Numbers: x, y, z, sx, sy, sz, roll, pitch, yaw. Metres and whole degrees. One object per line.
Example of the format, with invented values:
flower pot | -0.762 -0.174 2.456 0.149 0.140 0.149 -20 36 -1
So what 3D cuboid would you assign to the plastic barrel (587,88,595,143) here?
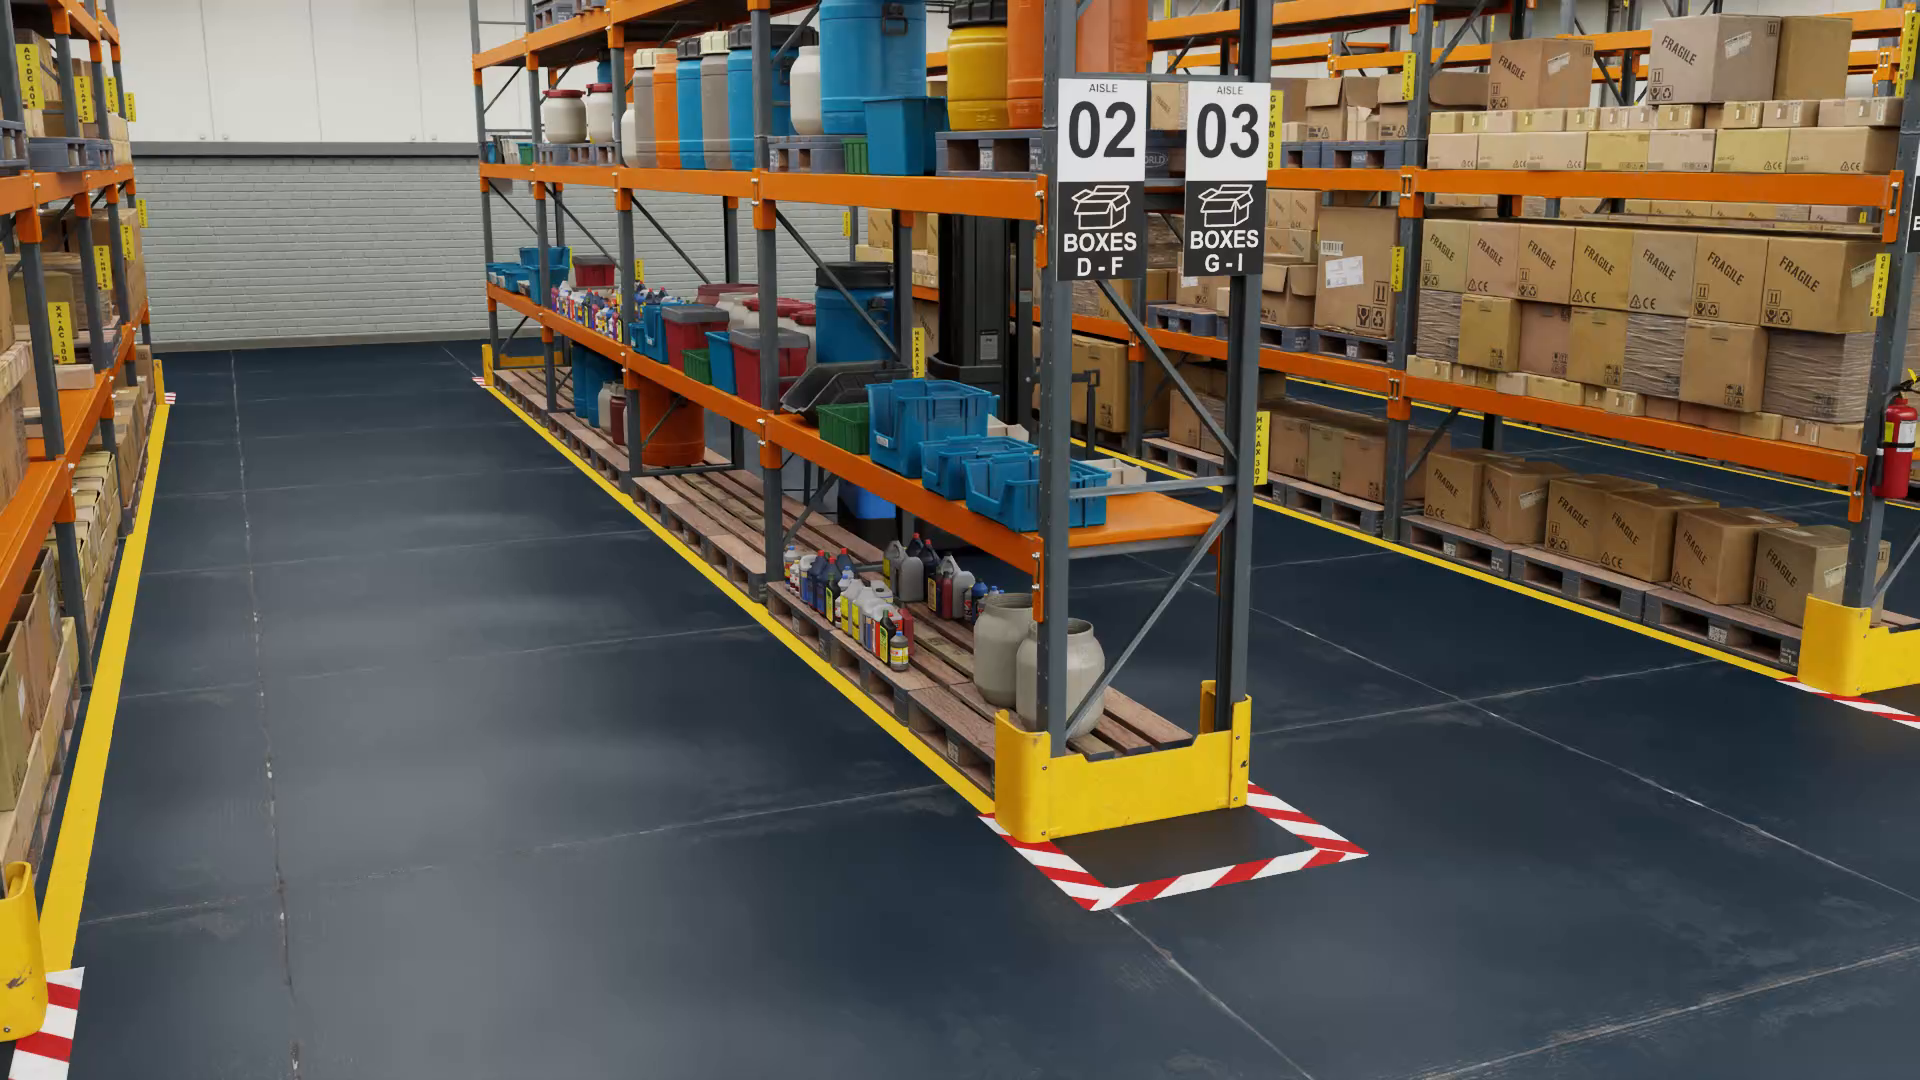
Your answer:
plastic barrel | -3.442 -4.287 16.739 0.600 0.588 0.600 0 13 0

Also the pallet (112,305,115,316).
pallet | -8.314 -1.985 15.218 1.003 0.211 1.213 -6 14 -23

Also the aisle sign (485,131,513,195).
aisle sign | -5.897 -4.781 21.108 0.394 0.787 0.004 -6 14 -23

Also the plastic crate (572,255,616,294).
plastic crate | -4.122 -2.967 18.763 0.402 0.464 0.583 -6 14 -23

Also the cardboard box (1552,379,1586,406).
cardboard box | 4.172 -0.991 11.059 0.380 0.149 0.250 -6 14 -23

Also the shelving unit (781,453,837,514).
shelving unit | -1.174 -0.953 13.595 0.538 1.500 1.048 -2 13 -23

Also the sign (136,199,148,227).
sign | -9.620 -3.843 19.555 0.100 0.325 0.005 -6 14 -23

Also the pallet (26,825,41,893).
pallet | -4.072 1.430 6.221 1.003 0.211 1.213 -6 14 -23

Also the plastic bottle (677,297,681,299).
plastic bottle | -2.690 -2.178 15.886 0.061 0.283 0.133 -6 14 -23

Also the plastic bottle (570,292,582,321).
plastic bottle | -3.787 -2.318 16.507 0.152 0.276 0.135 -6 14 -23

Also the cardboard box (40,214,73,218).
cardboard box | -9.383 -3.080 17.085 0.500 0.500 0.500 -6 14 -23

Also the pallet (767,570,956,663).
pallet | -0.559 0.454 10.439 1.003 0.211 1.213 -6 14 -23

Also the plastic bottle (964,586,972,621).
plastic bottle | 0.073 0.371 9.843 0.097 0.201 0.097 0 13 0

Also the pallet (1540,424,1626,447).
pallet | 6.978 -1.219 17.671 1.003 0.211 1.213 -6 14 -23

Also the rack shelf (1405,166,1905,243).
rack shelf | 4.550 -2.192 10.631 1.077 0.370 4.000 -6 14 -23

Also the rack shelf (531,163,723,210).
rack shelf | -3.193 -3.397 15.839 1.077 0.370 4.000 -6 14 -23

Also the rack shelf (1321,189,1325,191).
rack shelf | 4.328 -5.098 23.188 1.077 0.370 4.000 -6 14 -23

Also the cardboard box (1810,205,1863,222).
cardboard box | 10.780 -3.835 20.347 0.500 0.500 0.500 -6 14 -24

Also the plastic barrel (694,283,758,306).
plastic barrel | -1.928 -1.871 14.000 0.600 0.536 0.708 -6 14 -23

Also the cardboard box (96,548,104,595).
cardboard box | -5.678 0.217 10.448 0.500 0.250 0.500 -6 14 -25

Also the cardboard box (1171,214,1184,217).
cardboard box | 3.464 -4.965 24.569 0.500 0.500 0.500 -6 14 -23

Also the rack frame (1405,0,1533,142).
rack frame | 3.749 -4.417 11.997 1.000 3.000 0.127 -6 14 -23

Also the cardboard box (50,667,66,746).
cardboard box | -4.538 0.817 7.854 0.500 0.250 0.500 -6 14 -23

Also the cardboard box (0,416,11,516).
cardboard box | -4.731 -0.345 7.488 0.700 0.500 0.500 -5 14 -22

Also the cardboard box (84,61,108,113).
cardboard box | -8.834 -4.463 16.411 0.700 0.500 0.500 -6 14 -23

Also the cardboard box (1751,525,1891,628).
cardboard box | 5.116 0.215 9.901 0.500 0.500 0.500 -3 13 -13

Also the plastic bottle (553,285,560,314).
plastic bottle | -4.185 -2.501 17.282 0.061 0.283 0.133 -6 14 -23

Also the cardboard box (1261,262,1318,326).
cardboard box | 2.970 -2.099 14.126 0.797 0.503 0.637 -4 14 -17

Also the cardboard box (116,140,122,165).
cardboard box | -8.898 -3.971 17.056 0.500 0.250 0.500 -6 14 -23

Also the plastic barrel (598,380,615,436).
plastic barrel | -3.364 -1.307 16.452 0.421 0.512 0.421 0 13 0

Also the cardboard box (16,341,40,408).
cardboard box | -5.833 -0.918 9.962 0.500 0.500 0.500 -5 14 -19

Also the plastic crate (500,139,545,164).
plastic crate | -4.991 -4.444 19.029 0.437 0.282 0.530 -6 14 -23

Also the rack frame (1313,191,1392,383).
rack frame | 5.129 -3.574 21.660 1.000 3.000 0.127 -6 14 -23

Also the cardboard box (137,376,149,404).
cardboard box | -9.340 -1.665 18.534 0.500 0.250 0.500 -6 14 -23

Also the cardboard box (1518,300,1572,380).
cardboard box | 4.333 -1.389 11.336 0.875 0.500 0.500 -6 14 -23

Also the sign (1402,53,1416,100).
sign | 3.242 -3.348 12.013 0.100 0.325 0.005 -6 14 -23

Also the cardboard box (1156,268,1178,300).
cardboard box | 2.201 -2.494 16.773 0.500 0.500 0.500 -5 14 -21

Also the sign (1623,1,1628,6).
sign | 9.106 -7.452 22.688 0.100 0.325 0.005 -6 14 -23

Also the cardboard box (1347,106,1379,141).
cardboard box | 3.281 -3.280 13.103 0.396 0.266 0.258 -5 14 -21

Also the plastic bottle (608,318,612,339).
plastic bottle | -3.106 -1.915 14.931 0.097 0.201 0.097 0 13 0

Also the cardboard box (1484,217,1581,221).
cardboard box | 4.181 -2.107 12.221 0.500 0.500 0.500 -6 14 -23

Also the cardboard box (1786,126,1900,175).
cardboard box | 4.925 -2.133 9.113 0.500 0.250 0.500 -5 14 -22

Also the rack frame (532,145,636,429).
rack frame | -3.994 -2.700 17.882 1.000 3.000 0.127 -6 14 -23

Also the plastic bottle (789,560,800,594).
plastic bottle | -1.023 0.229 10.460 0.097 0.201 0.097 0 13 0

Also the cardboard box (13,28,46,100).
cardboard box | -7.101 -3.514 12.311 0.500 0.500 0.500 -6 14 -23

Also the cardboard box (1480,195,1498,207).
cardboard box | 8.380 -5.068 25.674 0.500 0.500 0.500 -6 14 -23

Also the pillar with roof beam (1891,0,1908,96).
pillar with roof beam | 10.773 -7.250 24.239 9.100 9.000 0.400 -6 14 -23

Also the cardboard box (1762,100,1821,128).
cardboard box | 4.747 -2.390 9.342 0.380 0.149 0.250 -6 14 -25

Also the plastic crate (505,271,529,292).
plastic crate | -5.151 -3.059 19.672 0.416 0.233 0.300 -6 14 -23

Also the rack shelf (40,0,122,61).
rack shelf | -9.335 -5.237 17.142 1.077 0.370 4.000 -6 14 -23

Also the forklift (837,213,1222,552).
forklift | 0.609 -1.458 12.669 3.031 2.935 1.130 -3 13 -12

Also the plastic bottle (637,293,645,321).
plastic bottle | -3.152 -2.314 16.502 0.097 0.271 0.097 0 13 0

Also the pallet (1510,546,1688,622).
pallet | 4.543 0.252 11.311 1.003 0.211 1.213 -6 14 -23

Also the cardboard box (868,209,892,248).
cardboard box | -0.913 -4.184 22.304 0.500 0.500 0.500 -6 14 -24

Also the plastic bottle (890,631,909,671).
plastic bottle | -0.324 0.589 8.904 0.097 0.201 0.097 0 13 0
